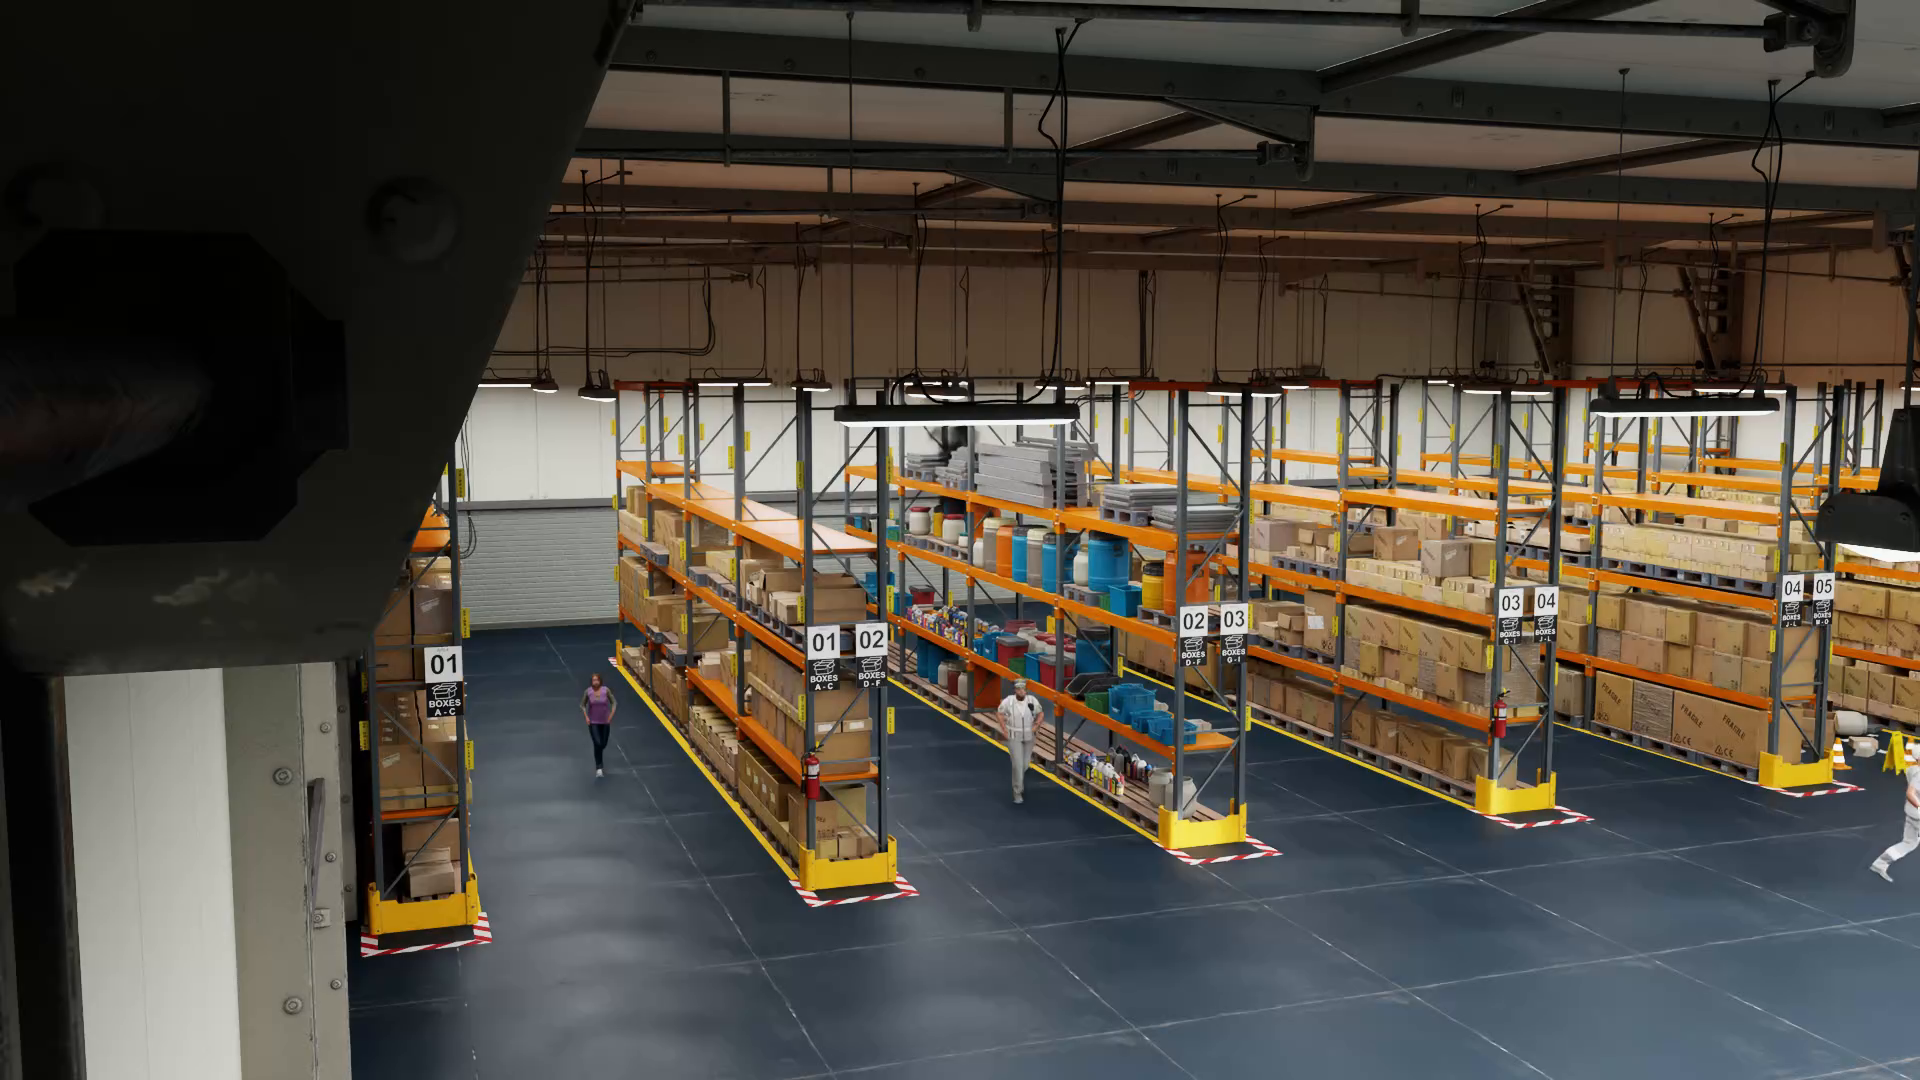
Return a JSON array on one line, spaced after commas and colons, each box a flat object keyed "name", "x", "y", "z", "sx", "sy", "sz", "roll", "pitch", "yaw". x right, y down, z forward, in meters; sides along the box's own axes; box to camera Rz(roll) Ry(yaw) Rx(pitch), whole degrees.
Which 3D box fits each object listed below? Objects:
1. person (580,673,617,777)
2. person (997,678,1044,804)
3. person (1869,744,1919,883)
[{"name": "person", "x": -5.602, "y": 2.834, "z": 25.788, "sx": 0.555, "sy": 1.602, "sz": 0.659, "roll": -2, "pitch": 6, "yaw": -15}, {"name": "person", "x": 0.886, "y": 2.897, "z": 24.300, "sx": 0.675, "sy": 1.845, "sz": 0.755, "roll": -1, "pitch": 6, "yaw": -12}, {"name": "person", "x": 11.478, "y": 3.313, "z": 19.864, "sx": 1.002, "sy": 1.773, "sz": 0.652, "roll": 1, "pitch": 6, "yaw": 11}]
